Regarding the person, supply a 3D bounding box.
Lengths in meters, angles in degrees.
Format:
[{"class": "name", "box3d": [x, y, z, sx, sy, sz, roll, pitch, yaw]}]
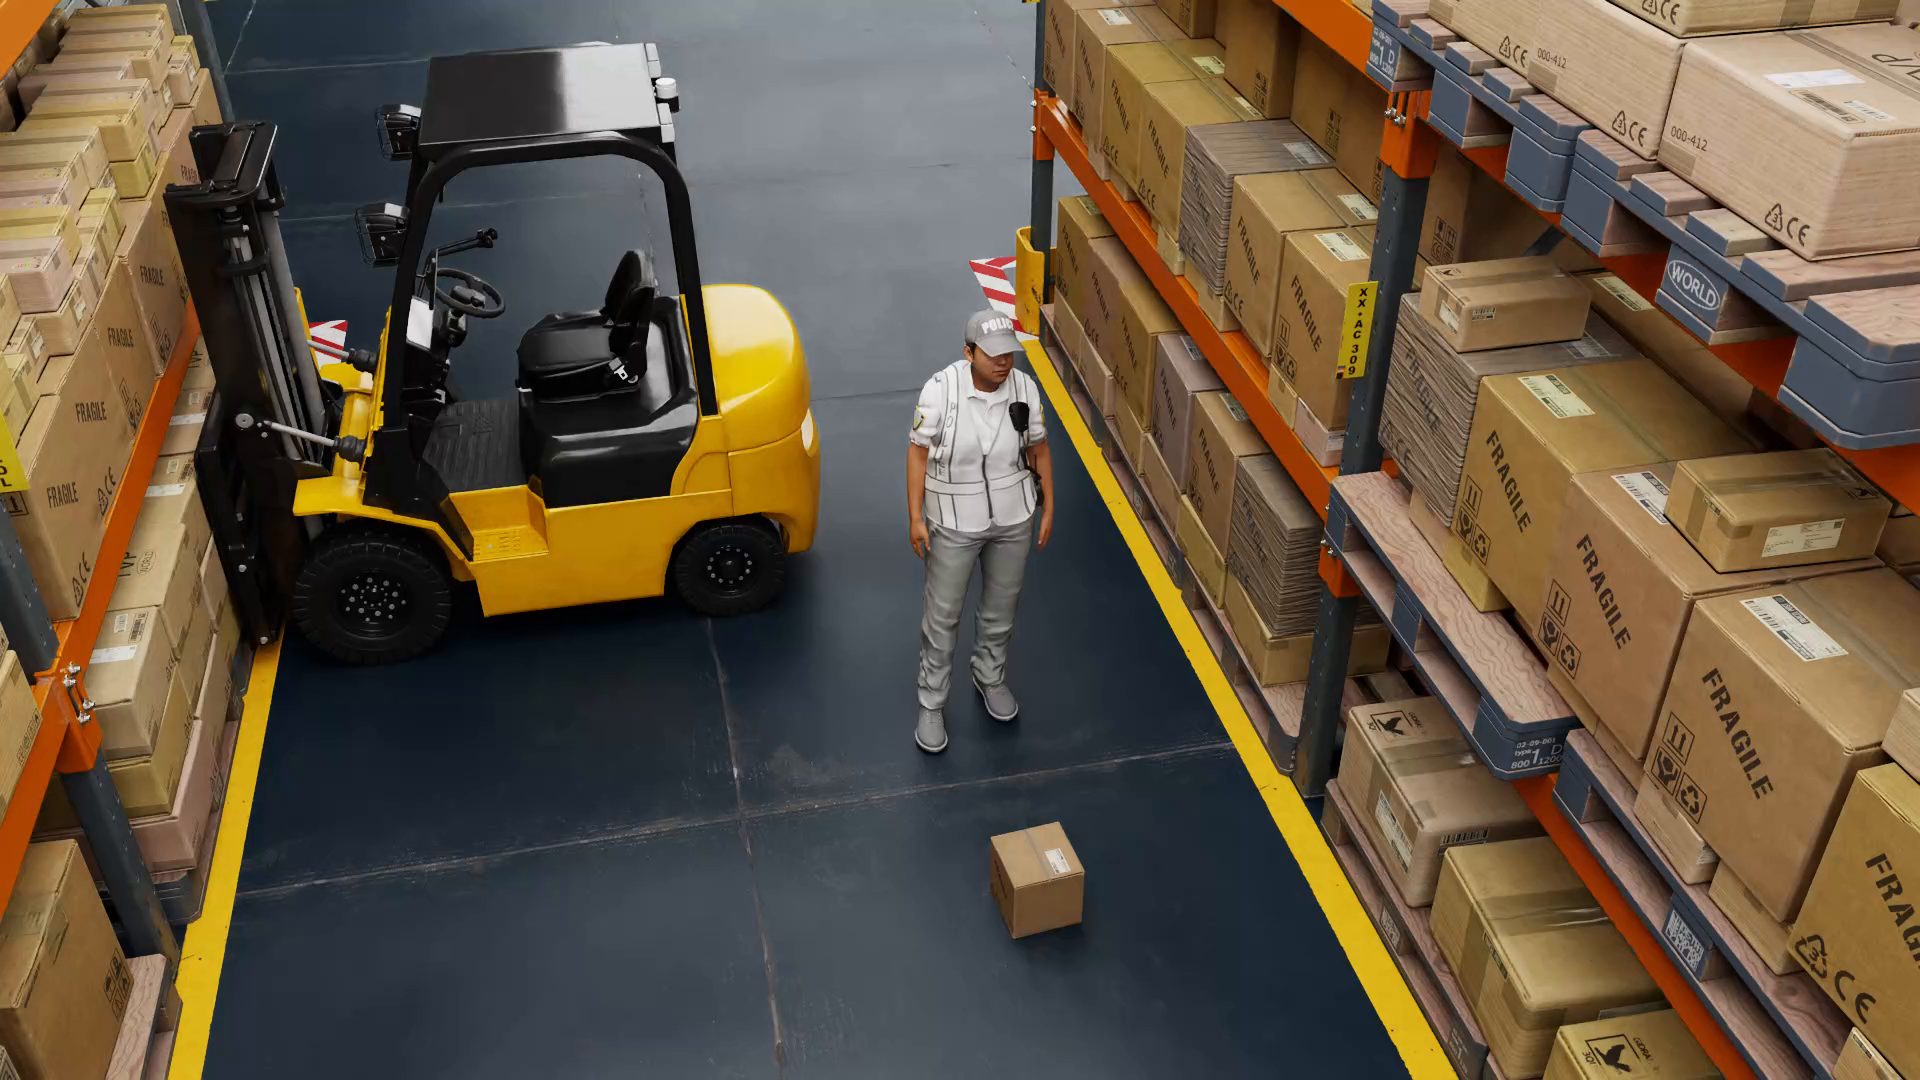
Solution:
[{"class": "person", "box3d": [0.078, -0.039, 6.180, 0.598, 1.670, 0.529, -8, 35, -11]}]
